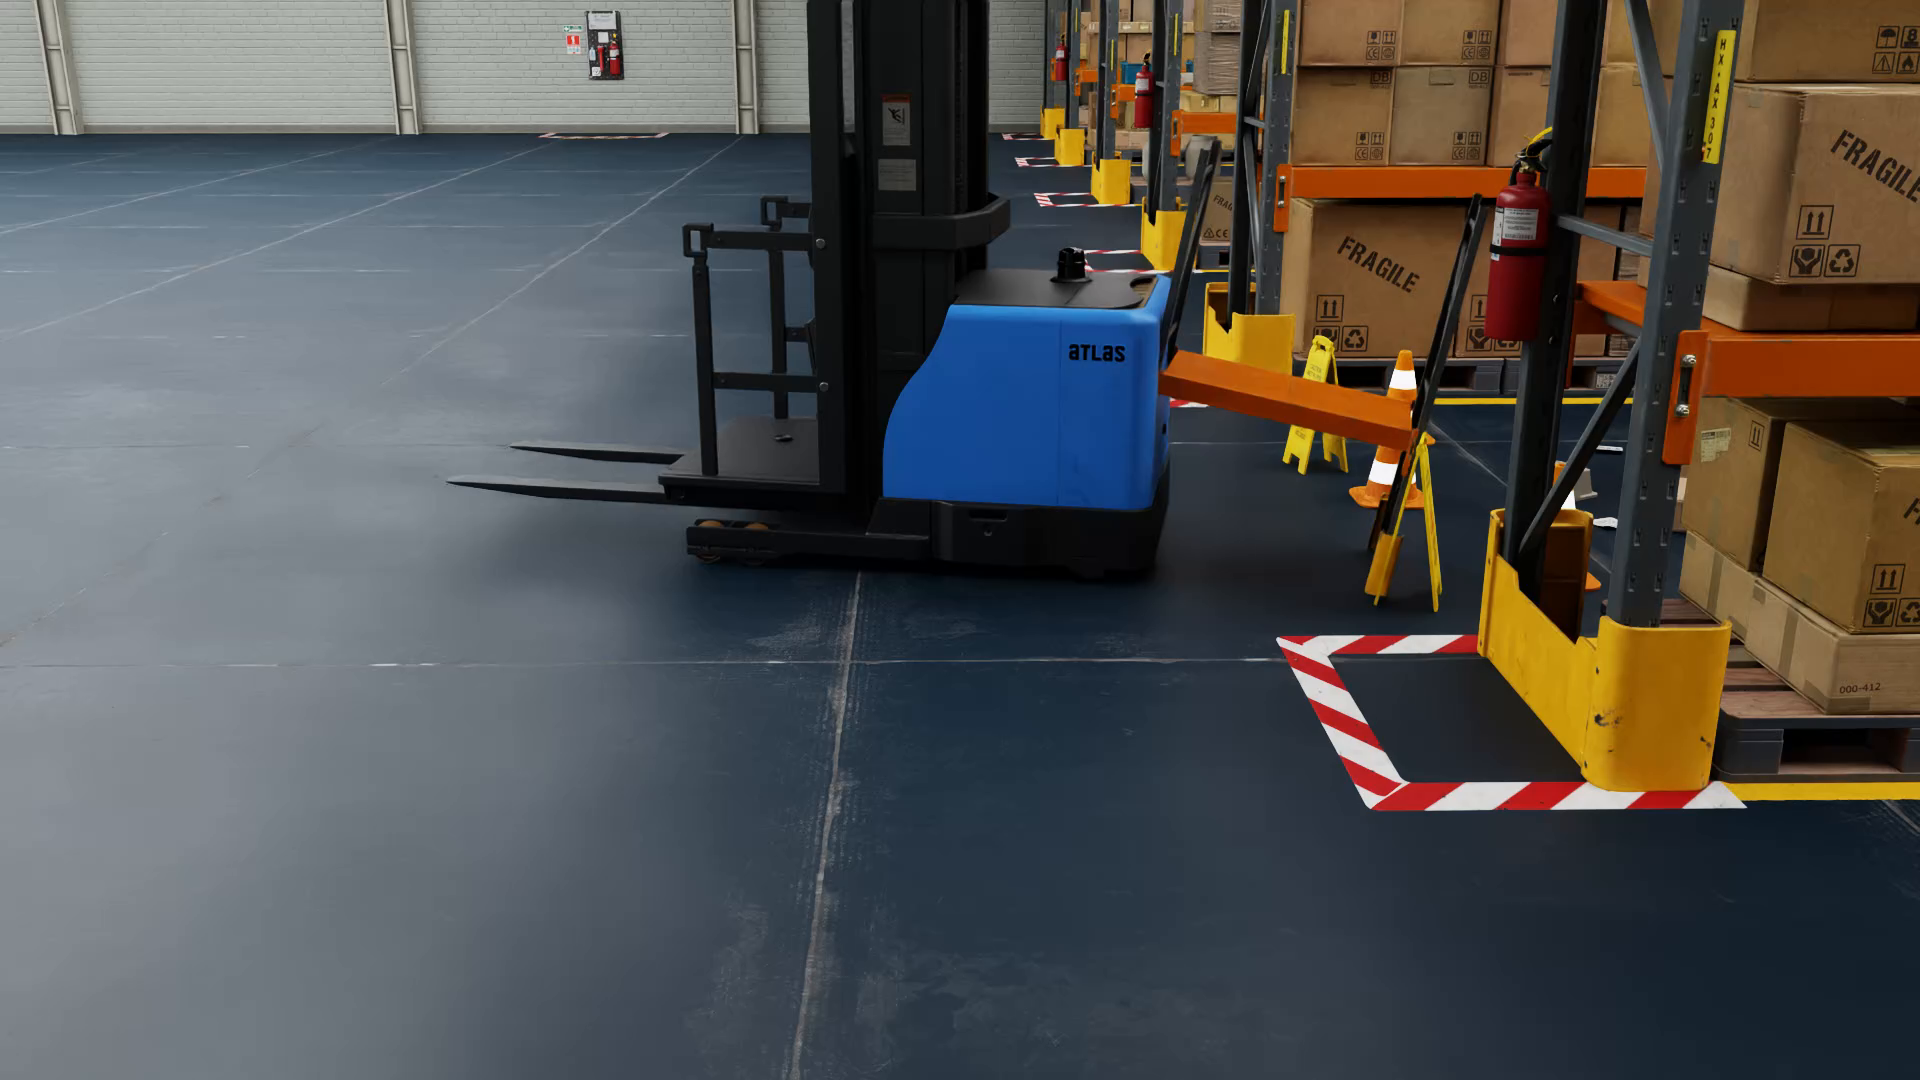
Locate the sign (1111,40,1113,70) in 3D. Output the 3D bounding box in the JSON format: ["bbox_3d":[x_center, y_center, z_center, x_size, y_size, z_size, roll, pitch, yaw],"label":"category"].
[{"bbox_3d":[1.691,-5.385,18.470,0.005,0.325,0.100,0,18,-1],"label":"sign"}]

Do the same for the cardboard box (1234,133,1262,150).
[{"bbox_3d":[4.151,-5.769,23.934,0.500,0.250,0.500,0,18,-1],"label":"cardboard box"}]

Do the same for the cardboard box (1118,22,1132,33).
[{"bbox_3d":[2.272,-7.229,23.445,0.250,0.149,0.380,-1,18,-2],"label":"cardboard box"}]

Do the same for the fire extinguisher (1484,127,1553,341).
[{"bbox_3d":[1.799,-0.985,5.334,0.183,0.674,0.296,0,18,-1],"label":"fire extinguisher"}]

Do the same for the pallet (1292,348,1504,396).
[{"bbox_3d":[2.540,-1.093,10.109,1.213,0.211,1.003,0,18,-1],"label":"pallet"}]

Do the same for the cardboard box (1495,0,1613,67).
[{"bbox_3d":[3.224,-2.961,9.353,0.550,0.550,0.875,0,18,-1],"label":"cardboard box"}]

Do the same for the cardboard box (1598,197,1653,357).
[{"bbox_3d":[4.210,-1.613,9.957,0.875,0.875,0.875,0,18,0],"label":"cardboard box"}]

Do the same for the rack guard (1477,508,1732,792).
[{"bbox_3d":[1.997,0.308,5.268,0.348,0.500,1.175,0,18,-1],"label":"rack guard"}]

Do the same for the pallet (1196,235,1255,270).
[{"bbox_3d":[2.653,-2.574,14.726,1.213,0.211,1.003,0,18,-1],"label":"pallet"}]

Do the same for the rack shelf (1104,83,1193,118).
[{"bbox_3d":[3.686,-5.088,19.176,4.000,0.370,1.077,0,18,-1],"label":"rack shelf"}]

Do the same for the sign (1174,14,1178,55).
[{"bbox_3d":[1.773,-4.155,13.672,0.005,0.325,0.100,0,18,-1],"label":"sign"}]

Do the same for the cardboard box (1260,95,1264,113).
[{"bbox_3d":[2.554,-3.709,14.111,0.250,0.149,0.380,0,18,-1],"label":"cardboard box"}]

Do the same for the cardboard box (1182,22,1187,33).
[{"bbox_3d":[3.040,-7.232,23.456,0.250,0.149,0.380,-1,18,-3],"label":"cardboard box"}]

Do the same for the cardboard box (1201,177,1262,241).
[{"bbox_3d":[2.389,-2.916,14.632,0.500,0.500,0.500,3,18,9],"label":"cardboard box"}]

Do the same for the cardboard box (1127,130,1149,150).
[{"bbox_3d":[2.652,-5.763,23.916,0.500,0.250,0.500,0,18,-1],"label":"cardboard box"}]

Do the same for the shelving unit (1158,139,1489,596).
[{"bbox_3d":[1.320,-0.684,6.488,1.083,1.500,0.587,14,20,10],"label":"shelving unit"}]

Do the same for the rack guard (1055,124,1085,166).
[{"bbox_3d":[1.588,-5.744,24.134,0.348,0.500,1.175,0,18,-1],"label":"rack guard"}]

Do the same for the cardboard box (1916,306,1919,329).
[{"bbox_3d":[2.783,-0.683,4.676,0.250,0.149,0.380,-1,18,-3],"label":"cardboard box"}]

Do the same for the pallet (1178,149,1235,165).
[{"bbox_3d":[3.593,-5.628,24.245,1.213,0.211,1.003,0,18,-1],"label":"pallet"}]

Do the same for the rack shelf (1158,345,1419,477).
[{"bbox_3d":[1.281,-0.520,6.551,1.000,0.185,0.538,14,20,10],"label":"rack shelf"}]

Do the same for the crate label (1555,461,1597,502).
[{"bbox_3d":[2.758,-0.275,7.680,0.298,0.136,0.250,-10,20,-29],"label":"crate label"}]

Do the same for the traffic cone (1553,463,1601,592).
[{"bbox_3d":[2.331,-0.070,6.508,0.334,0.463,0.336,0,18,-1],"label":"traffic cone"}]

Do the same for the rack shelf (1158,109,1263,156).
[{"bbox_3d":[3.764,-3.576,14.461,4.000,0.370,1.077,0,18,-1],"label":"rack shelf"}]

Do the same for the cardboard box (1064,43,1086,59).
[{"bbox_3d":[2.023,-8.290,28.194,0.500,0.250,0.500,-1,18,-2],"label":"cardboard box"}]

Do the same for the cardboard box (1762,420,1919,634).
[{"bbox_3d":[2.756,-0.049,4.877,0.500,0.500,0.500,-1,18,-3],"label":"cardboard box"}]

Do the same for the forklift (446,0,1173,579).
[{"bbox_3d":[-0.650,-1.448,6.762,3.031,2.935,1.130,3,18,10],"label":"forklift"}]

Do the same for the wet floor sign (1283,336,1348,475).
[{"bbox_3d":[1.744,-0.667,8.071,0.232,0.644,0.267,-3,18,-10],"label":"wet floor sign"}]

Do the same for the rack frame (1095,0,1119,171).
[{"bbox_3d":[1.686,-5.421,19.036,0.127,3.000,1.000,0,18,-1],"label":"rack frame"}]

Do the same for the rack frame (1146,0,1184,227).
[{"bbox_3d":[1.765,-3.908,14.321,0.127,3.000,1.000,0,18,-1],"label":"rack frame"}]

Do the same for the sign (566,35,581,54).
[{"bbox_3d":[-6.809,-8.731,29.296,0.234,0.329,0.001,0,18,-1],"label":"sign"}]

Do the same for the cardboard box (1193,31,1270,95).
[{"bbox_3d":[2.315,-4.092,14.242,0.500,0.500,0.875,0,18,-1],"label":"cardboard box"}]

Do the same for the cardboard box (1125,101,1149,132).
[{"bbox_3d":[2.652,-6.119,23.799,0.500,0.500,0.500,0,18,-1],"label":"cardboard box"}]

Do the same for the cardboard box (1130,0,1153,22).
[{"bbox_3d":[2.658,-7.602,23.548,0.500,0.500,0.700,-1,18,-2],"label":"cardboard box"}]

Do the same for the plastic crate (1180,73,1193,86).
[{"bbox_3d":[2.586,-5.202,18.784,0.250,0.136,0.298,0,18,-1],"label":"plastic crate"}]

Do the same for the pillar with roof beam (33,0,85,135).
[{"bbox_3d":[-15.713,-10.170,24.017,0.400,9.000,9.100,0,18,-1],"label":"pillar with roof beam"}]

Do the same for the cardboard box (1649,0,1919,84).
[{"bbox_3d":[2.428,-1.616,4.888,0.500,0.500,0.700,-1,18,-2],"label":"cardboard box"}]

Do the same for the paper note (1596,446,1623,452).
[{"bbox_3d":[3.295,-0.467,8.457,0.142,0.017,0.144,6,19,18],"label":"paper note"}]

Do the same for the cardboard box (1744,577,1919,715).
[{"bbox_3d":[2.732,0.308,4.990,0.500,0.250,0.500,0,18,-1],"label":"cardboard box"}]

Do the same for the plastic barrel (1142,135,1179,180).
[{"bbox_3d":[2.343,-4.463,19.435,0.421,0.512,0.421,0,18,0],"label":"plastic barrel"}]

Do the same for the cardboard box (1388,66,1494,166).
[{"bbox_3d":[2.662,-2.489,9.652,0.550,0.550,0.875,0,18,-1],"label":"cardboard box"}]

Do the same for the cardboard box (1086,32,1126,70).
[{"bbox_3d":[2.079,-6.980,23.732,0.500,0.500,0.700,0,18,-1],"label":"cardboard box"}]

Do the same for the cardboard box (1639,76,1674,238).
[{"bbox_3d":[2.459,-1.158,5.095,0.500,0.500,0.500,-1,18,-2],"label":"cardboard box"}]
